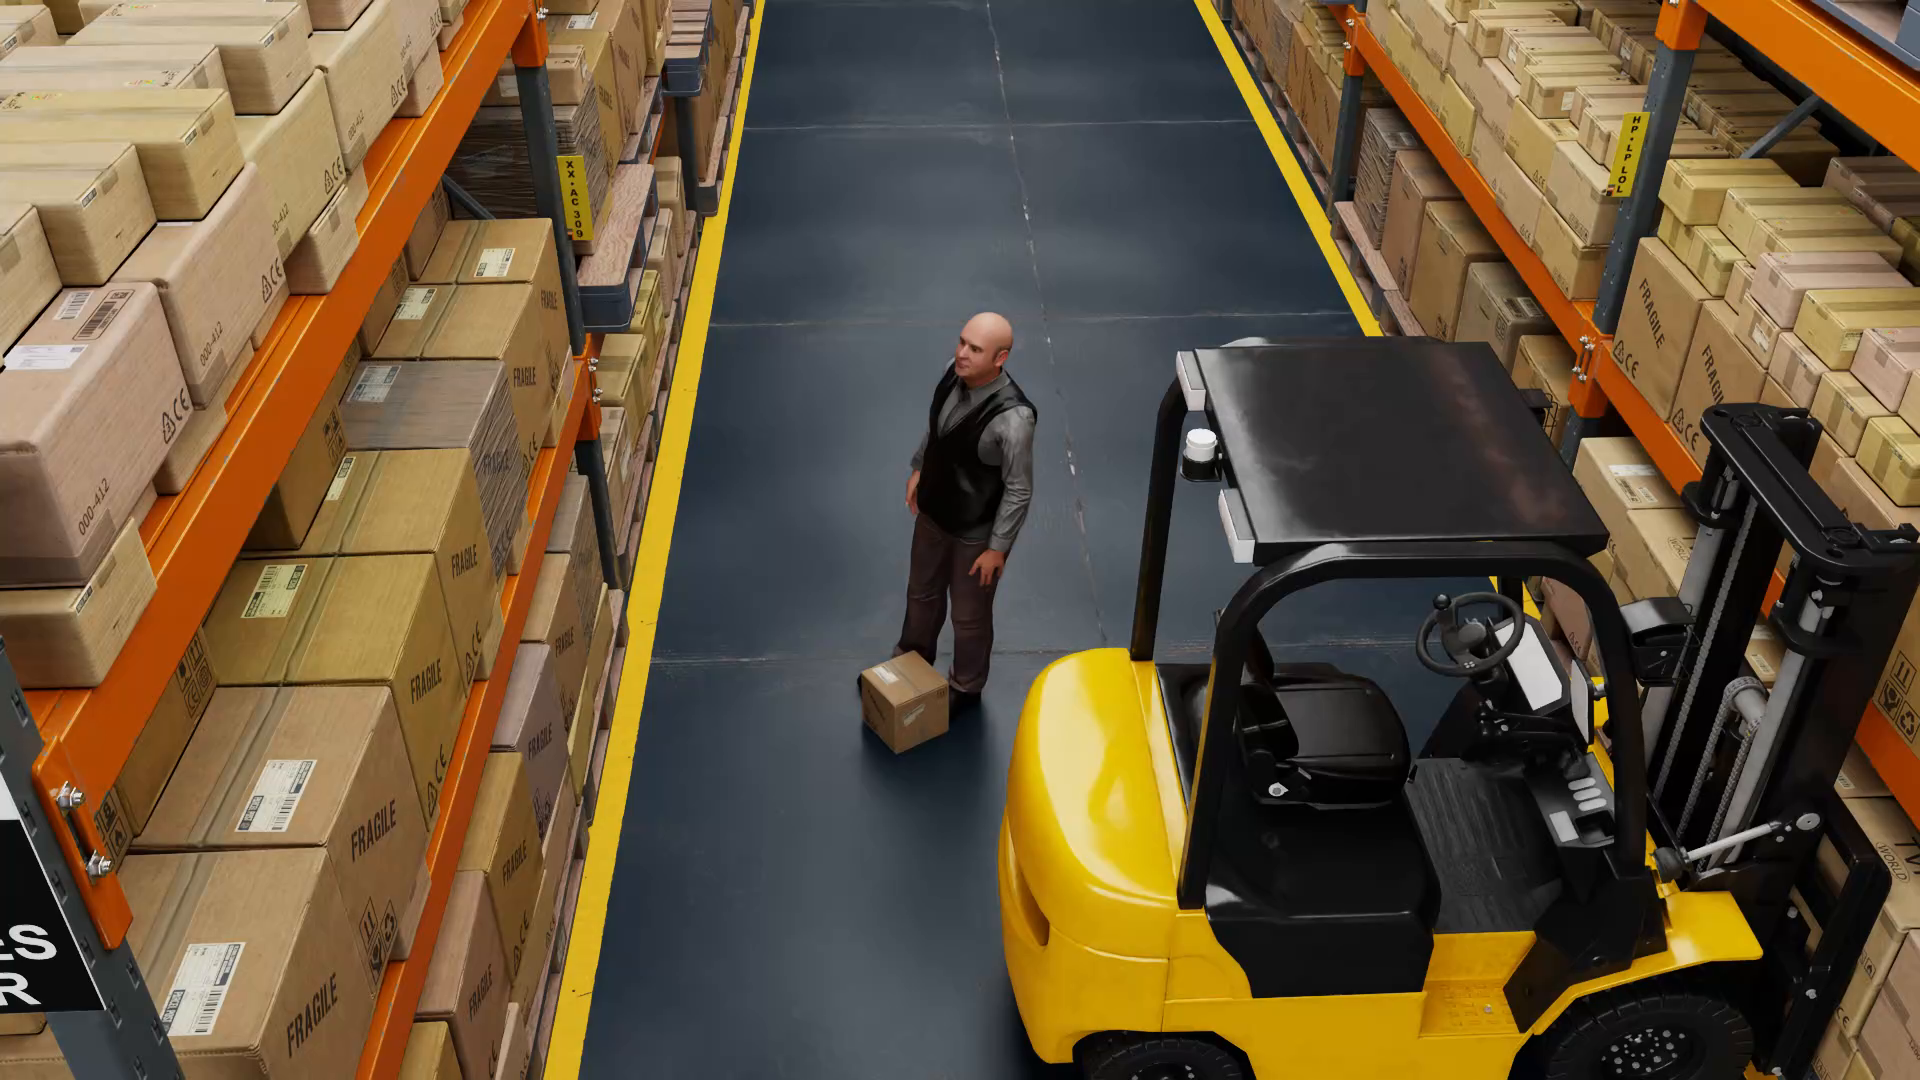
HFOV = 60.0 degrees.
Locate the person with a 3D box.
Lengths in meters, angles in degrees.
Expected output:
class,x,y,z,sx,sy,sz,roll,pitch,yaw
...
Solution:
class,x,y,z,sx,sy,sz,roll,pitch,yaw
person,-0.039,-0.058,6.235,0.568,1.720,0.630,-20,39,-26
